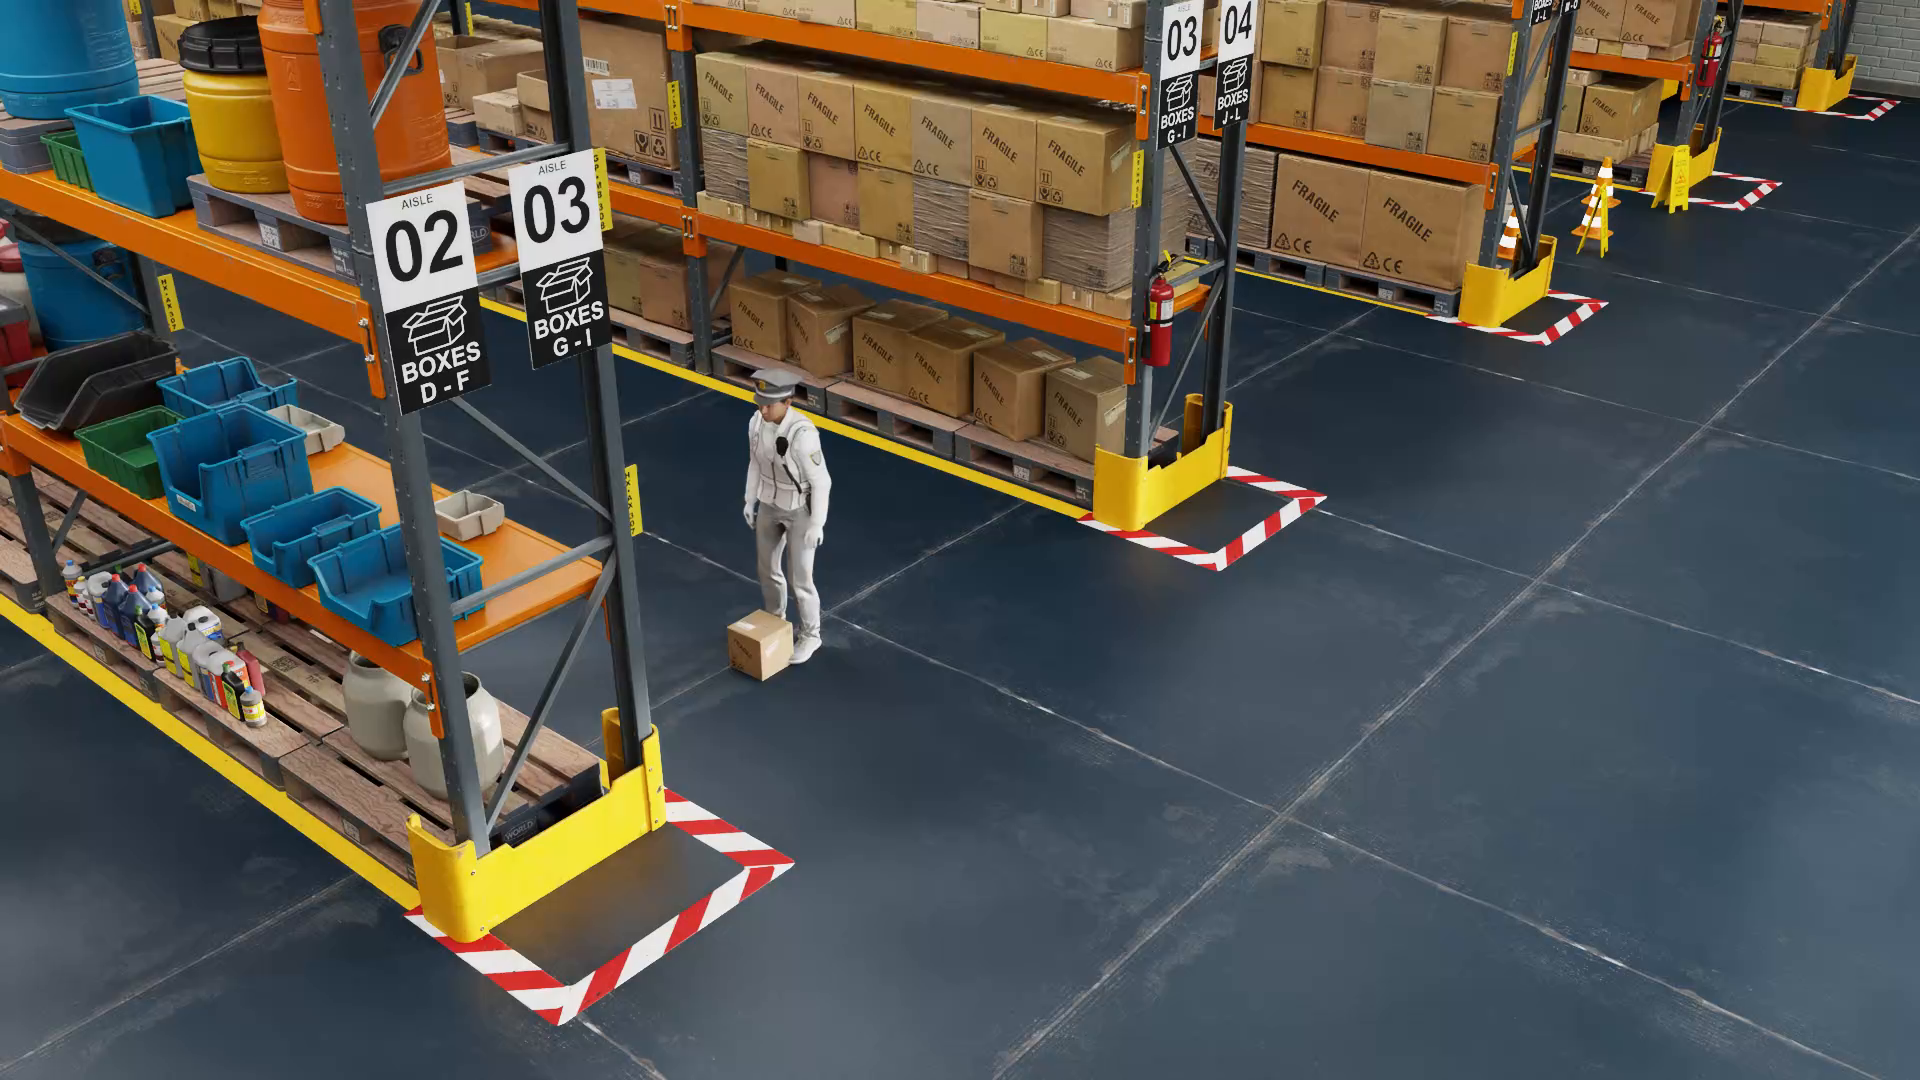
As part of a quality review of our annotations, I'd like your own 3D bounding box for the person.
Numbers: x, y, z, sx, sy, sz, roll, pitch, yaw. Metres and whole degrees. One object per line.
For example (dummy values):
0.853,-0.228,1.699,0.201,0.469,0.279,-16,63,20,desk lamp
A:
-0.930,-0.143,8.886,0.547,1.666,0.371,19,33,32,person
